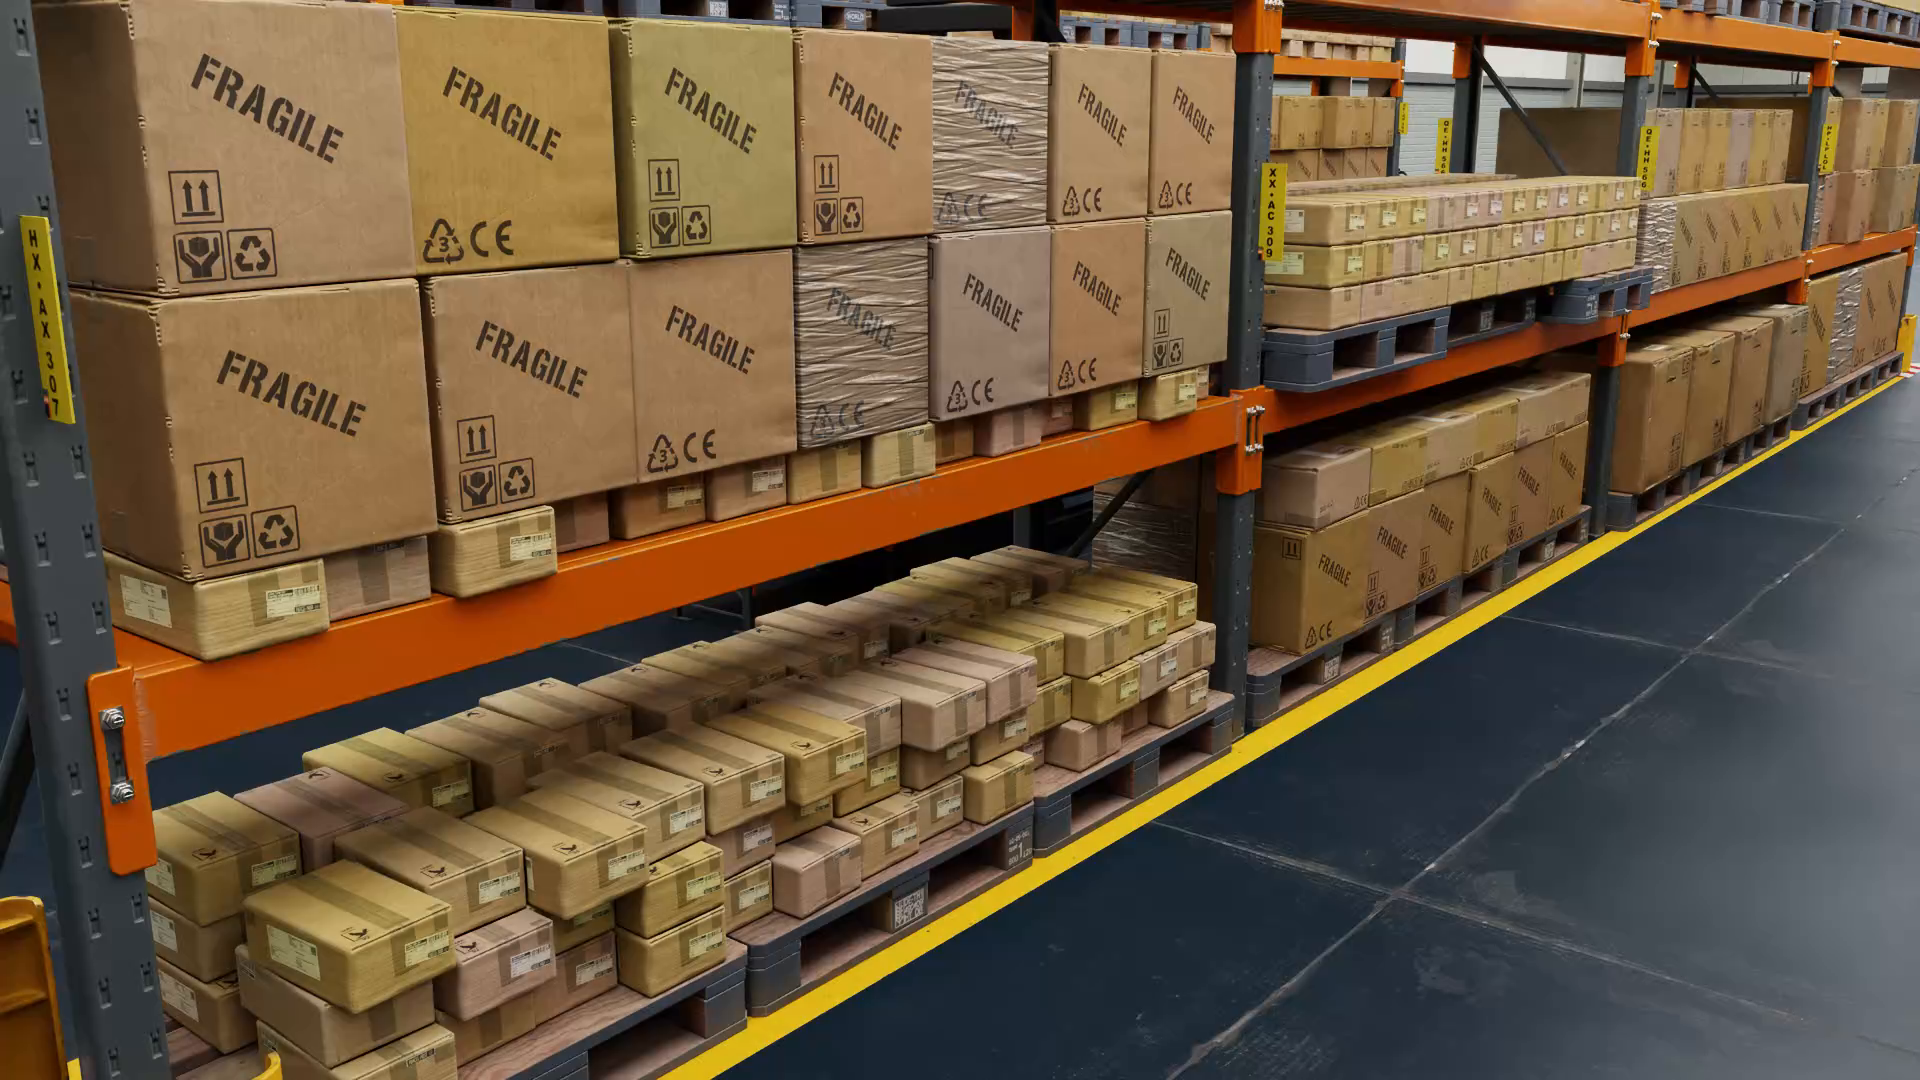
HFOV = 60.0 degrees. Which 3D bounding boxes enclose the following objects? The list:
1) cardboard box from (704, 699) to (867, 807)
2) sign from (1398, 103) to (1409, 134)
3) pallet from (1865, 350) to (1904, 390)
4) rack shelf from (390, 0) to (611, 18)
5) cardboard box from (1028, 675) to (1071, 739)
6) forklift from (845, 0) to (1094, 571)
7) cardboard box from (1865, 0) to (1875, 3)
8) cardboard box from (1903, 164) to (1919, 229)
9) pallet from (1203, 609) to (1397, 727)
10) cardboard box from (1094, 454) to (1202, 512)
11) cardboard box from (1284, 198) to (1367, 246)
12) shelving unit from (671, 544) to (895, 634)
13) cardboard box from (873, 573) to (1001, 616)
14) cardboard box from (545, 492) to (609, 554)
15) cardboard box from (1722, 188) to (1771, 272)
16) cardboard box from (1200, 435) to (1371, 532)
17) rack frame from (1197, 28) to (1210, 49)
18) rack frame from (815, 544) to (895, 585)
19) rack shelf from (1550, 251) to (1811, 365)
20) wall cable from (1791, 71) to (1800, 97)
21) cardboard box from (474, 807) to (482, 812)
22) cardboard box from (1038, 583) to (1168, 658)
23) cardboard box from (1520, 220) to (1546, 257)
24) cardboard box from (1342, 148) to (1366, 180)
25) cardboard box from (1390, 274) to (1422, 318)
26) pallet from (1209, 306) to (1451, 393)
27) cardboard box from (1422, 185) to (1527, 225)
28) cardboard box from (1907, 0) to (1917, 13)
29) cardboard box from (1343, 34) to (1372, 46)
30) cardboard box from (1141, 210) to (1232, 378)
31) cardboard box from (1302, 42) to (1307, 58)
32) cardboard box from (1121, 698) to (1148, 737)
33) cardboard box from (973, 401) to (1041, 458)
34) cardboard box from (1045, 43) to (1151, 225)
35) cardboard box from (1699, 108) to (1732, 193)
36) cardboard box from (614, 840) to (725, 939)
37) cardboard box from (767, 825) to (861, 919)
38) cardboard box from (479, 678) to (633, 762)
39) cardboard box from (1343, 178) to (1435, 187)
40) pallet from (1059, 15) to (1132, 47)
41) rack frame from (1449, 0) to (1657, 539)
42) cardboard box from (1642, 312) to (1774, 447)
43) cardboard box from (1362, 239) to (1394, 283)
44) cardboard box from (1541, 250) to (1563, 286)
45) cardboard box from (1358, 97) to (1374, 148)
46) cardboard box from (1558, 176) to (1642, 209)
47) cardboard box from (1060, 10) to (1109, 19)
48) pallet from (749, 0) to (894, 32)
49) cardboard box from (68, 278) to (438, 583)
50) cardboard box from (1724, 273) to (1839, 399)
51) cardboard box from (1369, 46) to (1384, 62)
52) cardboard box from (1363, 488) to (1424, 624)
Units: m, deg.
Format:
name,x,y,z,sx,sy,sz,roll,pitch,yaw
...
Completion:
name,x,y,z,sx,sy,sz,roll,pitch,yaw
cardboard box,-0.473,0.573,4.506,0.380,0.149,0.250,12,18,38
sign,4.683,-4.450,17.554,0.100,0.325,0.005,11,18,38
pallet,7.736,-1.562,14.842,1.003,0.211,1.213,11,18,38
rack shelf,-2.021,-3.015,10.269,1.077,0.370,4.000,11,18,38
cardboard box,0.136,0.504,5.381,0.380,0.149,0.250,11,18,38
forklift,0.368,-1.546,9.256,1.130,2.935,3.031,10,17,35
cardboard box,6.476,-4.011,12.182,0.380,0.149,0.250,11,18,37
cardboard box,7.980,-3.073,14.823,0.875,0.550,0.550,11,18,38
pallet,1.124,0.422,7.034,1.003,0.211,1.213,11,18,38
cardboard box,0.907,-0.318,6.982,0.500,0.250,0.500,11,18,36
cardboard box,1.241,-1.155,6.026,0.380,0.149,0.250,12,19,40
shelving unit,-0.830,-0.254,7.837,0.538,1.125,1.048,10,17,35
cardboard box,-0.082,0.243,5.803,0.380,0.149,0.250,11,18,37
cardboard box,-1.025,-0.073,3.829,0.380,0.149,0.250,12,19,40
cardboard box,4.908,-2.026,10.803,0.500,0.500,0.500,11,18,38
cardboard box,1.306,-0.237,6.663,0.500,0.250,0.500,10,18,35
rack frame,1.750,-3.059,15.073,1.000,3.000,0.127,11,18,38
rack frame,-0.531,-0.355,8.235,0.500,1.125,0.032,10,17,35
rack shelf,4.407,-1.581,10.715,1.077,0.370,4.000,11,18,38
wall cable,20.998,-12.106,44.808,3.097,2.526,0.112,11,18,38
cardboard box,-1.194,0.739,4.455,0.380,0.149,0.250,11,18,37
cardboard box,0.485,0.273,5.685,0.380,0.149,0.250,12,18,38
cardboard box,2.384,-1.360,7.437,0.380,0.149,0.250,12,18,39
cardboard box,3.819,-3.776,17.088,0.500,0.500,0.500,11,18,38
cardboard box,1.571,-0.968,6.498,0.380,0.149,0.250,11,18,38
pallet,1.229,-0.811,6.614,1.003,0.211,1.213,11,18,38
cardboard box,2.220,-1.455,7.206,0.380,0.149,0.250,12,19,39
cardboard box,7.433,-4.303,13.332,0.380,0.149,0.250,11,18,38
cardboard box,3.824,-5.117,16.781,0.500,0.250,0.500,11,18,37
cardboard box,0.551,-0.837,5.517,0.500,0.500,0.500,11,18,38
cardboard box,3.108,-4.709,15.984,0.380,0.149,0.250,11,18,38
cardboard box,0.426,0.562,5.754,0.380,0.149,0.250,12,18,39
cardboard box,0.018,-0.357,4.948,0.380,0.149,0.250,10,18,35
cardboard box,0.230,-1.226,5.019,0.500,0.500,0.500,11,18,36
cardboard box,4.398,-2.458,10.471,0.700,0.500,0.500,11,18,37
cardboard box,-0.803,0.822,4.126,0.380,0.149,0.250,12,19,39
cardboard box,-0.492,0.872,4.536,0.380,0.149,0.250,10,17,35
cardboard box,-1.139,0.527,4.687,0.380,0.149,0.250,12,19,40
cardboard box,2.049,-1.657,8.003,0.380,0.149,0.250,12,19,40
pallet,0.630,-4.121,13.542,1.213,0.211,1.003,11,18,38
rack frame,3.150,-1.546,9.118,1.000,3.000,0.127,11,18,38
cardboard box,4.734,-1.109,11.111,1.050,0.750,0.750,11,18,38
cardboard box,1.402,-1.061,6.259,0.380,0.149,0.250,11,18,36
cardboard box,2.551,-1.267,7.676,0.380,0.149,0.250,10,18,35
cardboard box,3.789,-4.275,17.021,0.700,0.500,0.500,11,18,38
cardboard box,3.198,-1.752,8.376,0.380,0.149,0.250,10,18,35
cardboard box,0.852,-4.316,13.380,0.500,0.250,0.500,12,18,38
pallet,-1.127,-3.524,11.194,1.213,0.211,1.003,12,19,40
cardboard box,-1.381,-0.250,3.209,0.500,0.500,0.500,12,19,40
cardboard box,6.113,-1.596,12.775,0.875,0.875,0.875,12,18,38
cardboard box,4.126,-4.993,17.103,0.380,0.149,0.250,11,18,38
cardboard box,1.638,0.025,7.154,0.500,0.500,0.500,12,19,40
